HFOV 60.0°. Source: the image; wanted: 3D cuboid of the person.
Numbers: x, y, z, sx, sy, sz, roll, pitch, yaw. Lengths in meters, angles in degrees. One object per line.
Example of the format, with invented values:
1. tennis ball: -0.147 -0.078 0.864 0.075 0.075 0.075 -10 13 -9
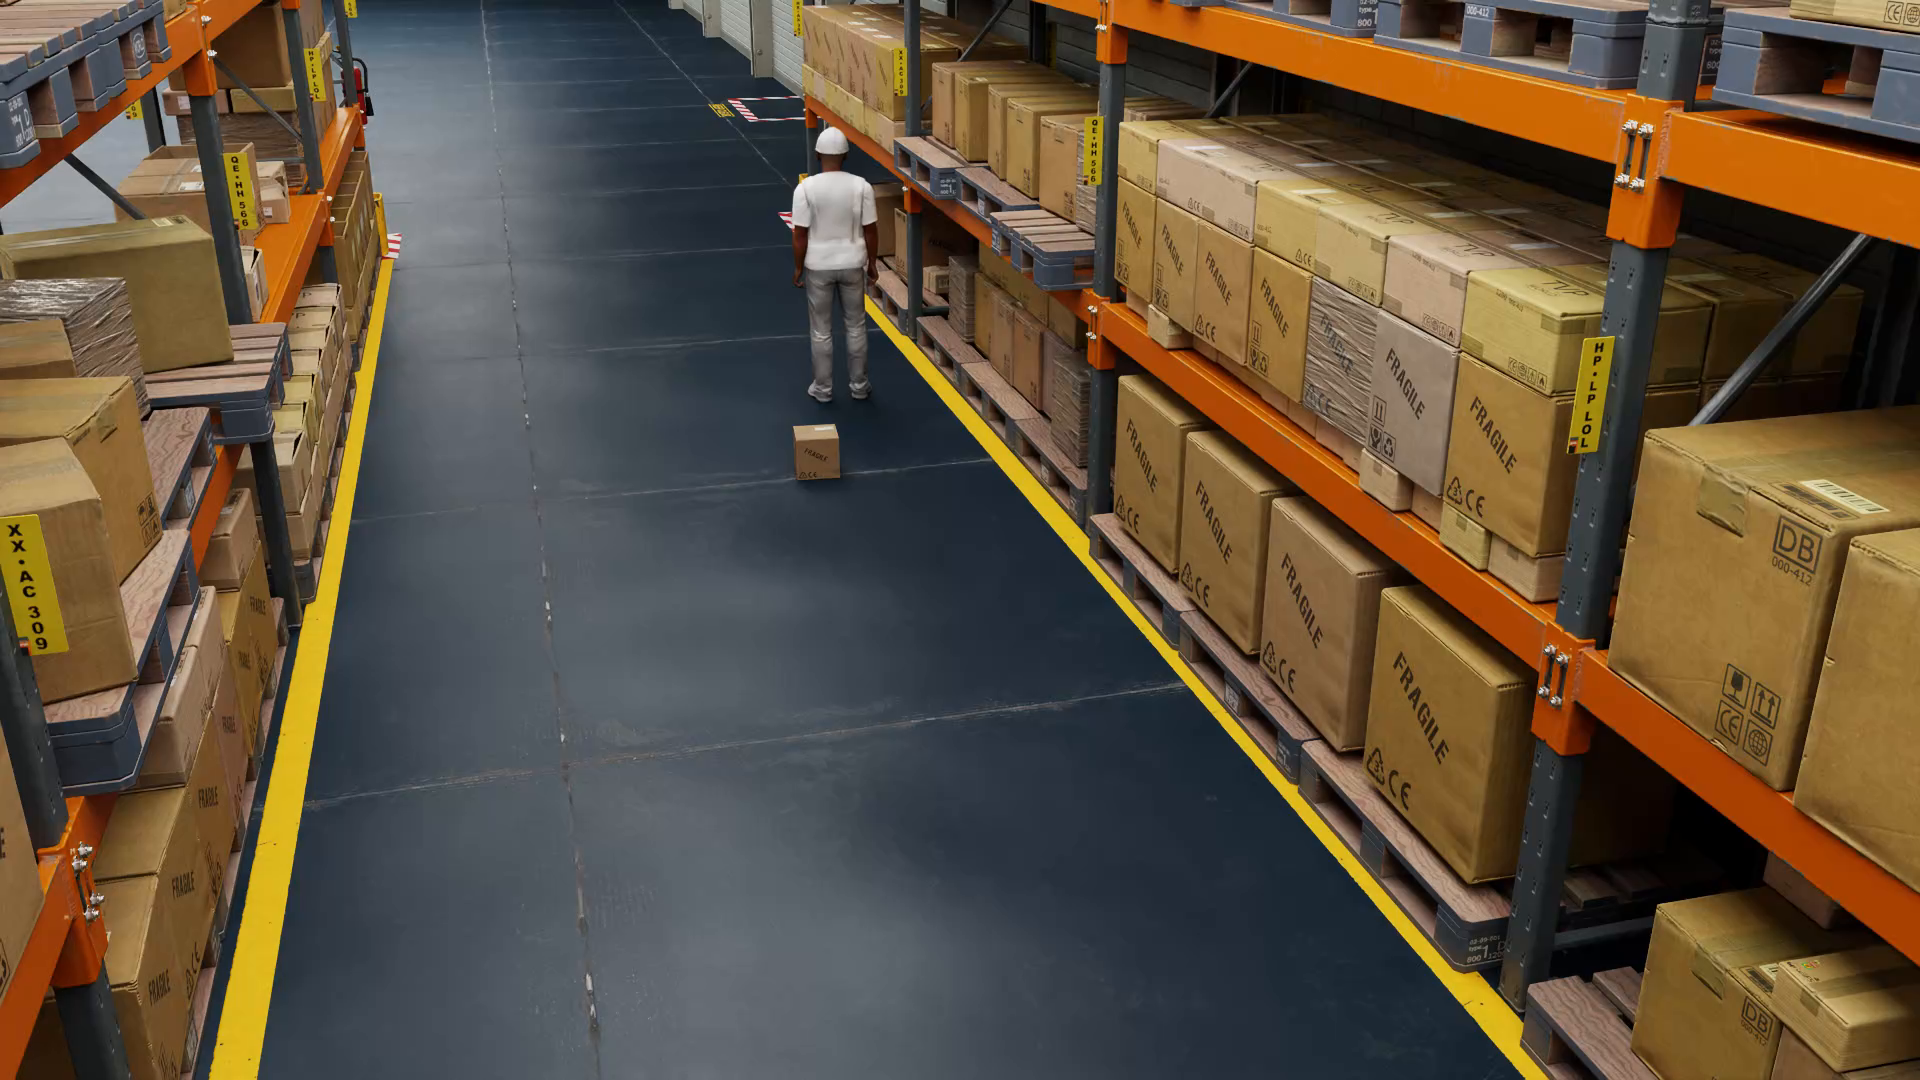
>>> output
1. person: -0.811 -1.775 10.781 0.564 1.772 0.370 -5 23 -11
